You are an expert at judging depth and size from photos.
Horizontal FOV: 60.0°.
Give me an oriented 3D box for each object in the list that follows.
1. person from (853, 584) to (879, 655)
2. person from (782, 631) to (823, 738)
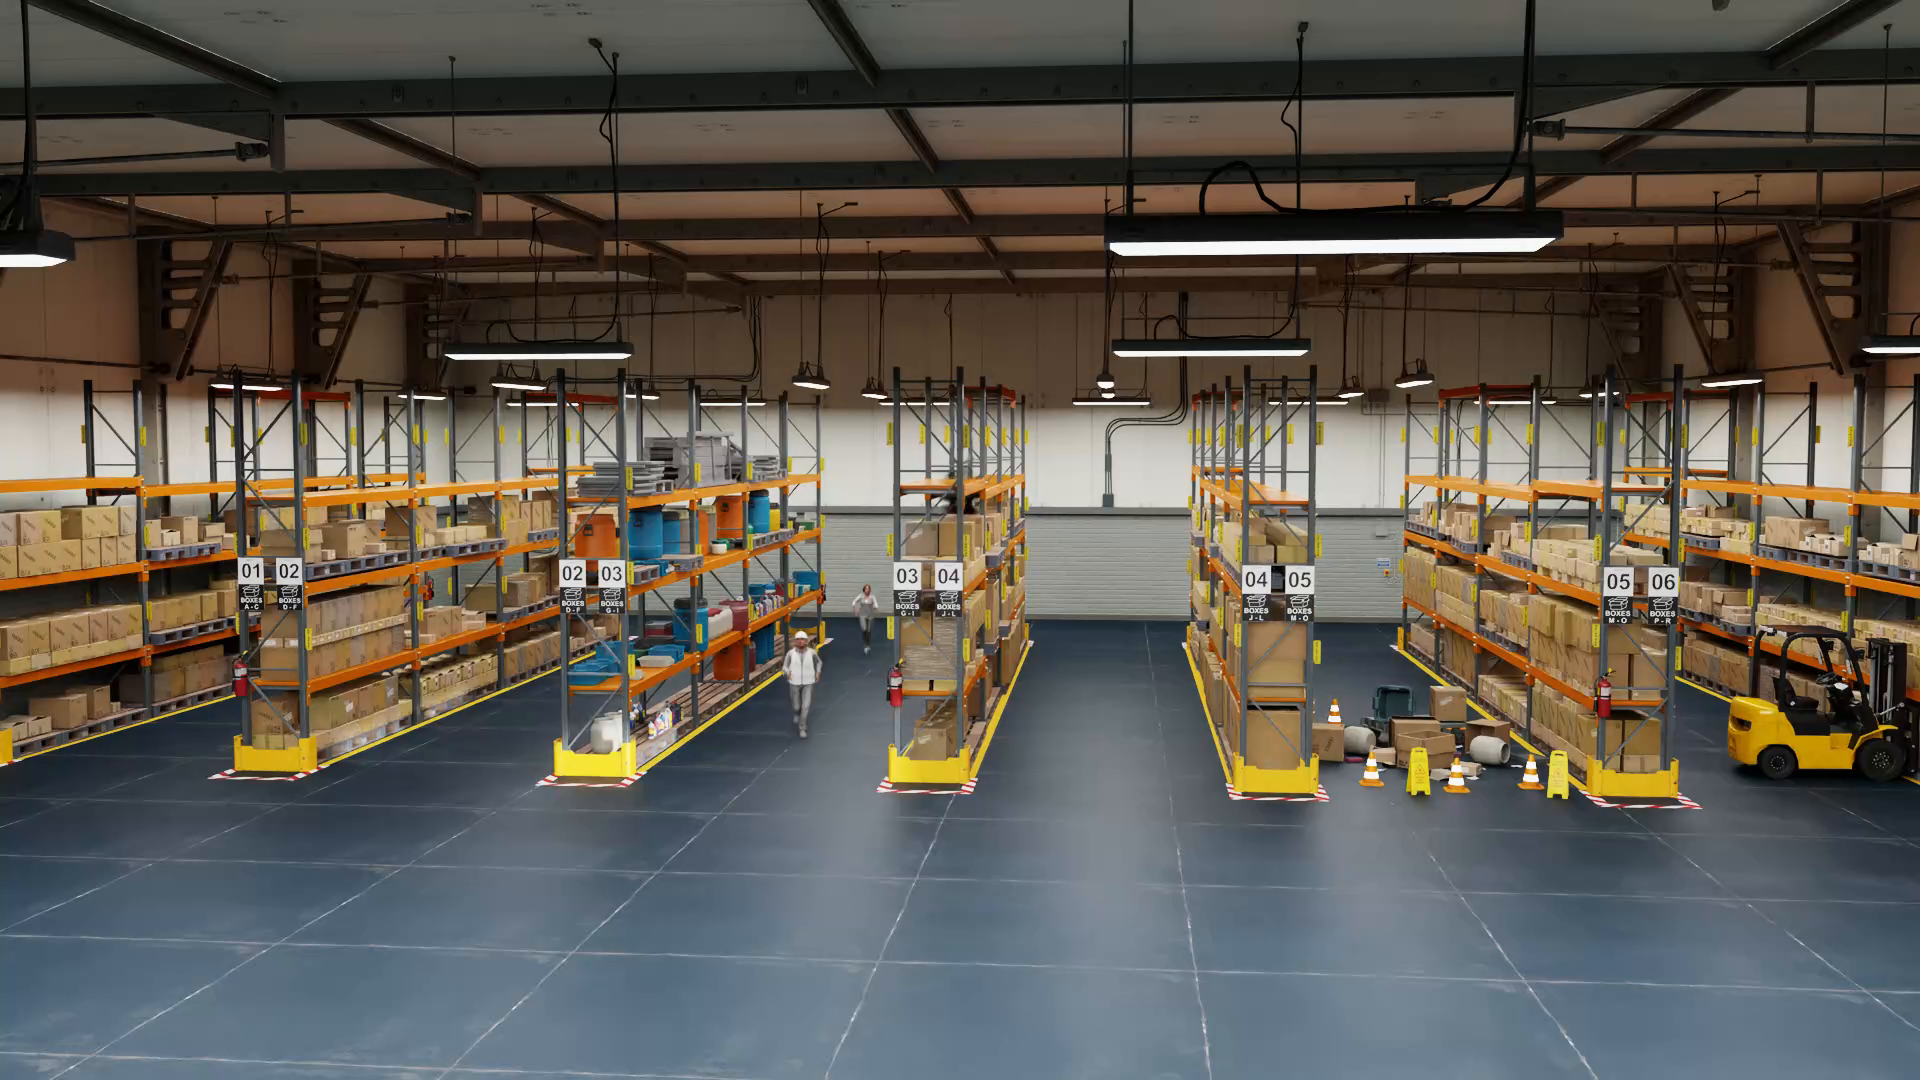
[{"bbox_3d":[-2.168,1.824,38.350,0.565,1.619,0.772,-1,4,-11],"label":"person"},{"bbox_3d":[-2.644,2.404,27.943,0.677,1.746,0.875,0,4,-6],"label":"person"}]
